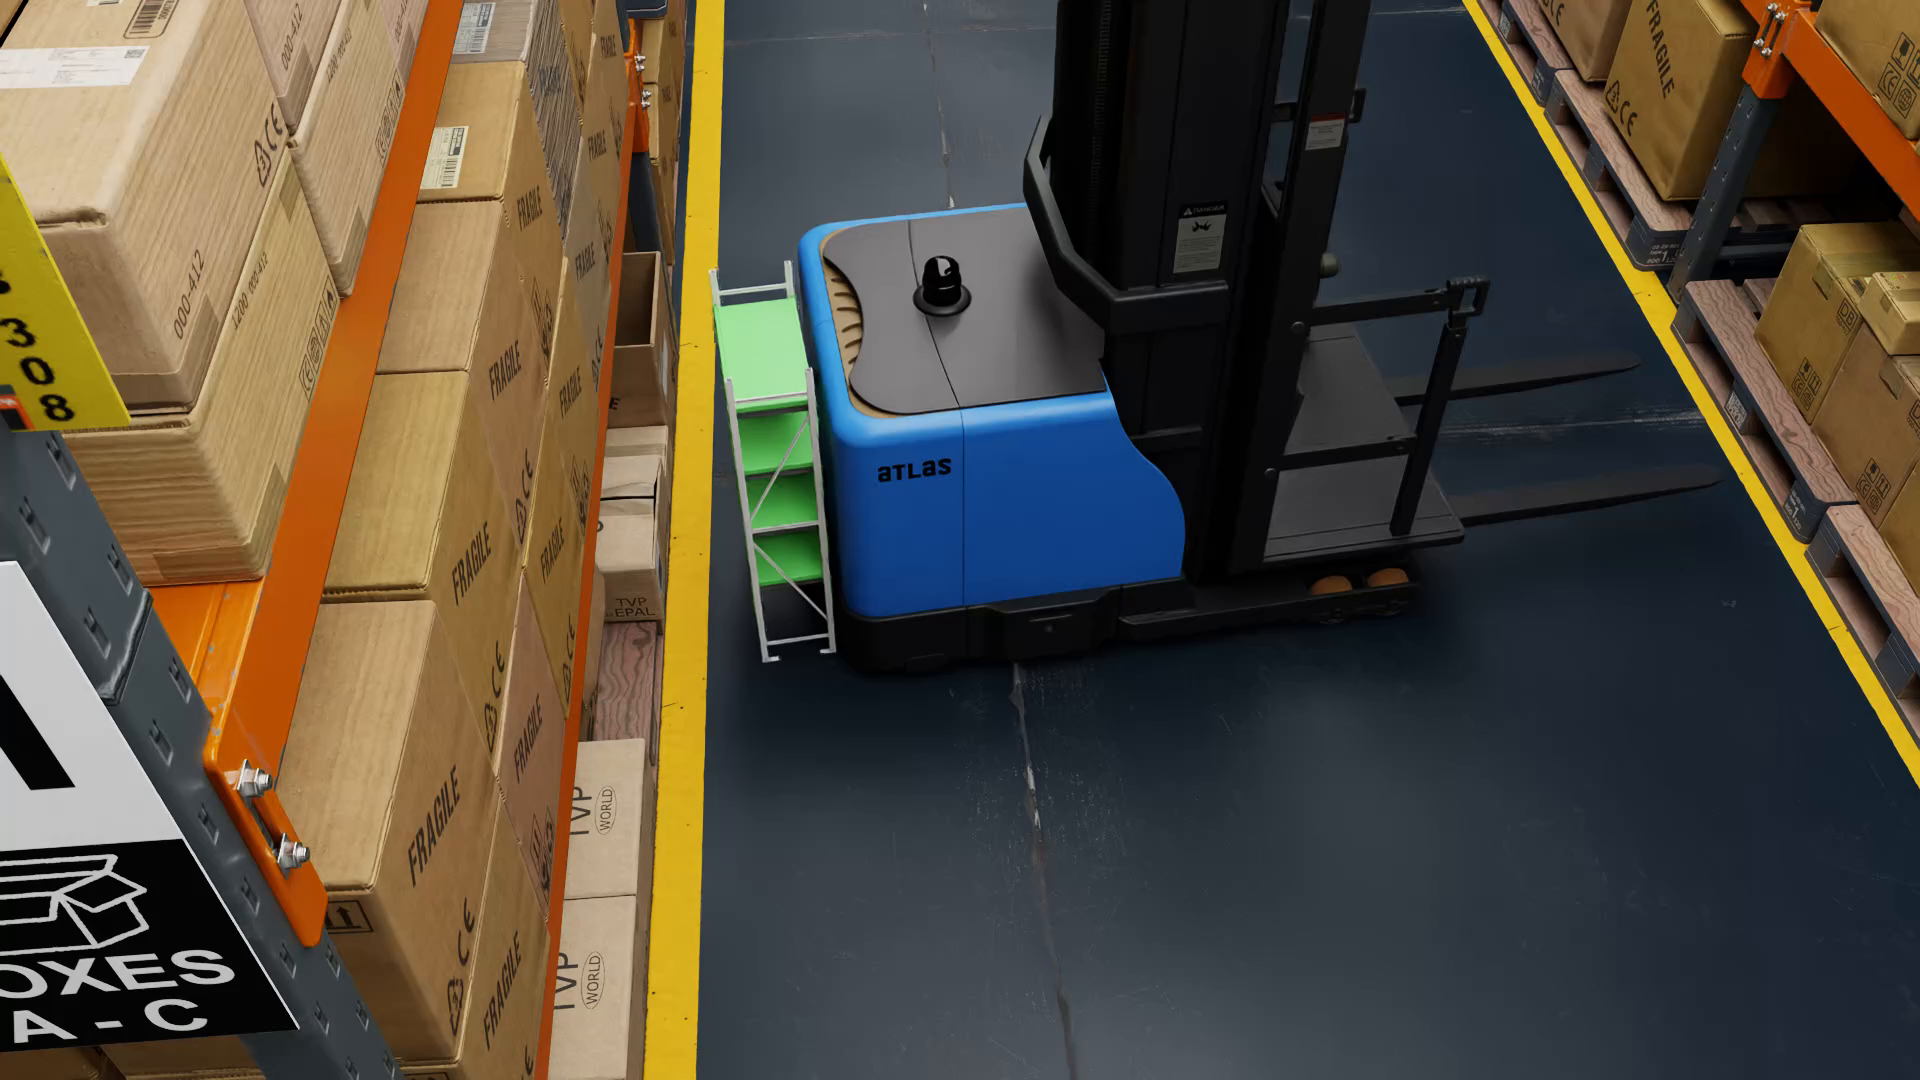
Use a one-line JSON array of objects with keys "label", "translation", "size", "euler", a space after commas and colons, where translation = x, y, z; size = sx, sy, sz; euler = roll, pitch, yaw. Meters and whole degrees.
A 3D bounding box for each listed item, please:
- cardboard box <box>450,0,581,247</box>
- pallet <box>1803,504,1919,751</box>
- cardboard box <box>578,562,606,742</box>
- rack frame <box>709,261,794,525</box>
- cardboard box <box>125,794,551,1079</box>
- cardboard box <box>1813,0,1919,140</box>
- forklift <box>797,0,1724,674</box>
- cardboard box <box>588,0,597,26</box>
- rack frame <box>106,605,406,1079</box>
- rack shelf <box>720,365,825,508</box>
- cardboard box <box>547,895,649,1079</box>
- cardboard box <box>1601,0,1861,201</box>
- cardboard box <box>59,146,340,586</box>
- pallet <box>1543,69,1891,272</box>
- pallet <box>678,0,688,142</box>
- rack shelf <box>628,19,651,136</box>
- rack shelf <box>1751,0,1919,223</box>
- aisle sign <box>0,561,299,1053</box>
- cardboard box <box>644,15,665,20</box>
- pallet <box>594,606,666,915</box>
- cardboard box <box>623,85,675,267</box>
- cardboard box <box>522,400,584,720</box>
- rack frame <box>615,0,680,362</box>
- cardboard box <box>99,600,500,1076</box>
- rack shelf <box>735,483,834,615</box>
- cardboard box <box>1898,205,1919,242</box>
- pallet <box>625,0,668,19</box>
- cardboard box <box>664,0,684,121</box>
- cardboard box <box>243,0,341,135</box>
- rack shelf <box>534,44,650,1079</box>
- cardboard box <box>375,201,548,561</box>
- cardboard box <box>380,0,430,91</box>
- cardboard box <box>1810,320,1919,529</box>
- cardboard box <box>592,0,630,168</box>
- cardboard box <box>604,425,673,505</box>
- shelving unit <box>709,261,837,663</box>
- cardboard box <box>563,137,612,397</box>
[{"label": "cardboard box", "translation": [-1.199, -1.024, 3.896], "size": [0.500, 0.500, 0.500], "euler": [-3, 47, -3]}, {"label": "pallet", "translation": [3.440, 0.364, 5.260], "size": [1.003, 0.211, 1.213], "euler": [-3, 47, -3]}, {"label": "cardboard box", "translation": [-1.424, 0.335, 4.783], "size": [0.797, 0.503, 0.637], "euler": [-3, 47, -3]}, {"label": "rack frame", "translation": [-0.612, -0.385, 5.288], "size": [0.240, 1.200, 0.015], "euler": [-8, 47, -7]}, {"label": "cardboard box", "translation": [-1.026, 0.792, 2.865], "size": [0.500, 0.500, 0.500], "euler": [-3, 47, -2]}, {"label": "cardboard box", "translation": [3.378, -1.744, 5.129], "size": [0.980, 0.700, 0.700], "euler": [-3, 47, -3]}, {"label": "forklift", "translation": [1.045, -1.104, 4.777], "size": [3.031, 2.935, 1.130], "euler": [-8, 47, -7]}, {"label": "cardboard box", "translation": [-1.286, -1.759, 4.592], "size": [0.500, 0.500, 0.500], "euler": [-3, 47, -3]}, {"label": "rack frame", "translation": [-1.252, 1.163, 2.582], "size": [1.000, 3.000, 0.127], "euler": [-3, 47, -3]}, {"label": "rack shelf", "translation": [-0.566, -0.332, 4.995], "size": [0.258, 0.148, 0.480], "euler": [-8, 47, -7]}, {"label": "cardboard box", "translation": [-1.057, 1.185, 4.152], "size": [0.500, 0.250, 0.500], "euler": [-3, 47, -3]}, {"label": "cardboard box", "translation": [3.165, -1.902, 6.677], "size": [0.750, 0.750, 0.750], "euler": [-3, 47, -3]}, {"label": "cardboard box", "translation": [-1.041, -0.204, 1.914], "size": [0.500, 0.250, 0.500], "euler": [-3, 47, -3]}, {"label": "pallet", "translation": [3.210, -1.629, 7.148], "size": [1.003, 0.211, 1.213], "euler": [-3, 47, -3]}, {"label": "pallet", "translation": [-1.798, -2.243, 7.729], "size": [1.003, 0.211, 1.213], "euler": [-3, 47, -3]}, {"label": "rack shelf", "translation": [-1.754, -2.930, 6.955], "size": [1.077, 0.370, 4.000], "euler": [-3, 47, -3]}, {"label": "rack shelf", "translation": [3.517, -0.340, 4.502], "size": [1.077, 0.370, 4.000], "euler": [-3, 47, -3]}, {"label": "aisle sign", "translation": [-0.953, 0.301, 1.608], "size": [0.394, 0.787, 0.004], "euler": [-3, 47, -3]}, {"label": "cardboard box", "translation": [-1.468, -2.369, 6.829], "size": [0.500, 0.250, 0.500], "euler": [-3, 47, -3]}, {"label": "pallet", "translation": [-1.425, 0.610, 5.027], "size": [1.003, 0.211, 1.213], "euler": [-3, 47, -3]}, {"label": "cardboard box", "translation": [-1.384, -1.387, 6.416], "size": [0.500, 0.500, 0.500], "euler": [-5, 47, -5]}, {"label": "cardboard box", "translation": [-1.114, 0.056, 3.562], "size": [0.500, 0.500, 0.500], "euler": [-4, 47, -3]}, {"label": "rack frame", "translation": [-1.587, -1.731, 5.323], "size": [1.000, 3.000, 0.127], "euler": [-3, 47, -3]}, {"label": "cardboard box", "translation": [-1.026, 0.448, 2.502], "size": [0.500, 0.500, 0.500], "euler": [-2, 47, -2]}, {"label": "rack shelf", "translation": [-0.566, -0.002, 5.344], "size": [0.258, 0.148, 0.480], "euler": [-8, 47, -7]}, {"label": "cardboard box", "translation": [3.496, -1.112, 5.723], "size": [0.380, 0.149, 0.250], "euler": [-4, 47, -4]}, {"label": "pallet", "translation": [-1.545, -2.249, 5.947], "size": [1.003, 0.211, 1.213], "euler": [-3, 47, -3]}, {"label": "cardboard box", "translation": [-1.474, -2.134, 7.124], "size": [0.500, 0.500, 0.500], "euler": [-3, 47, -3]}, {"label": "cardboard box", "translation": [-1.070, -0.738, 2.076], "size": [0.500, 0.250, 0.500], "euler": [-3, 47, -3]}, {"label": "rack shelf", "translation": [-1.419, -0.036, 4.214], "size": [1.077, 0.370, 4.000], "euler": [-3, 47, -3]}, {"label": "cardboard box", "translation": [-1.114, -0.292, 3.203], "size": [0.500, 0.500, 0.500], "euler": [-3, 47, -3]}, {"label": "cardboard box", "translation": [-1.114, -0.928, 2.600], "size": [0.500, 0.250, 0.500], "euler": [-3, 47, -3]}, {"label": "cardboard box", "translation": [3.349, -0.408, 5.503], "size": [0.700, 0.500, 0.500], "euler": [-4, 47, -4]}, {"label": "cardboard box", "translation": [-1.289, -1.419, 4.959], "size": [0.500, 0.500, 0.500], "euler": [-3, 47, -3]}, {"label": "cardboard box", "translation": [-1.165, -0.239, 5.571], "size": [0.380, 0.149, 0.250], "euler": [-3, 47, -3]}, {"label": "shelving unit", "translation": [-0.566, -0.211, 5.123], "size": [0.258, 1.200, 0.503], "euler": [-8, 47, -7]}, {"label": "cardboard box", "translation": [-1.199, -0.675, 4.254], "size": [0.500, 0.500, 0.500], "euler": [-3, 47, -2]}]
